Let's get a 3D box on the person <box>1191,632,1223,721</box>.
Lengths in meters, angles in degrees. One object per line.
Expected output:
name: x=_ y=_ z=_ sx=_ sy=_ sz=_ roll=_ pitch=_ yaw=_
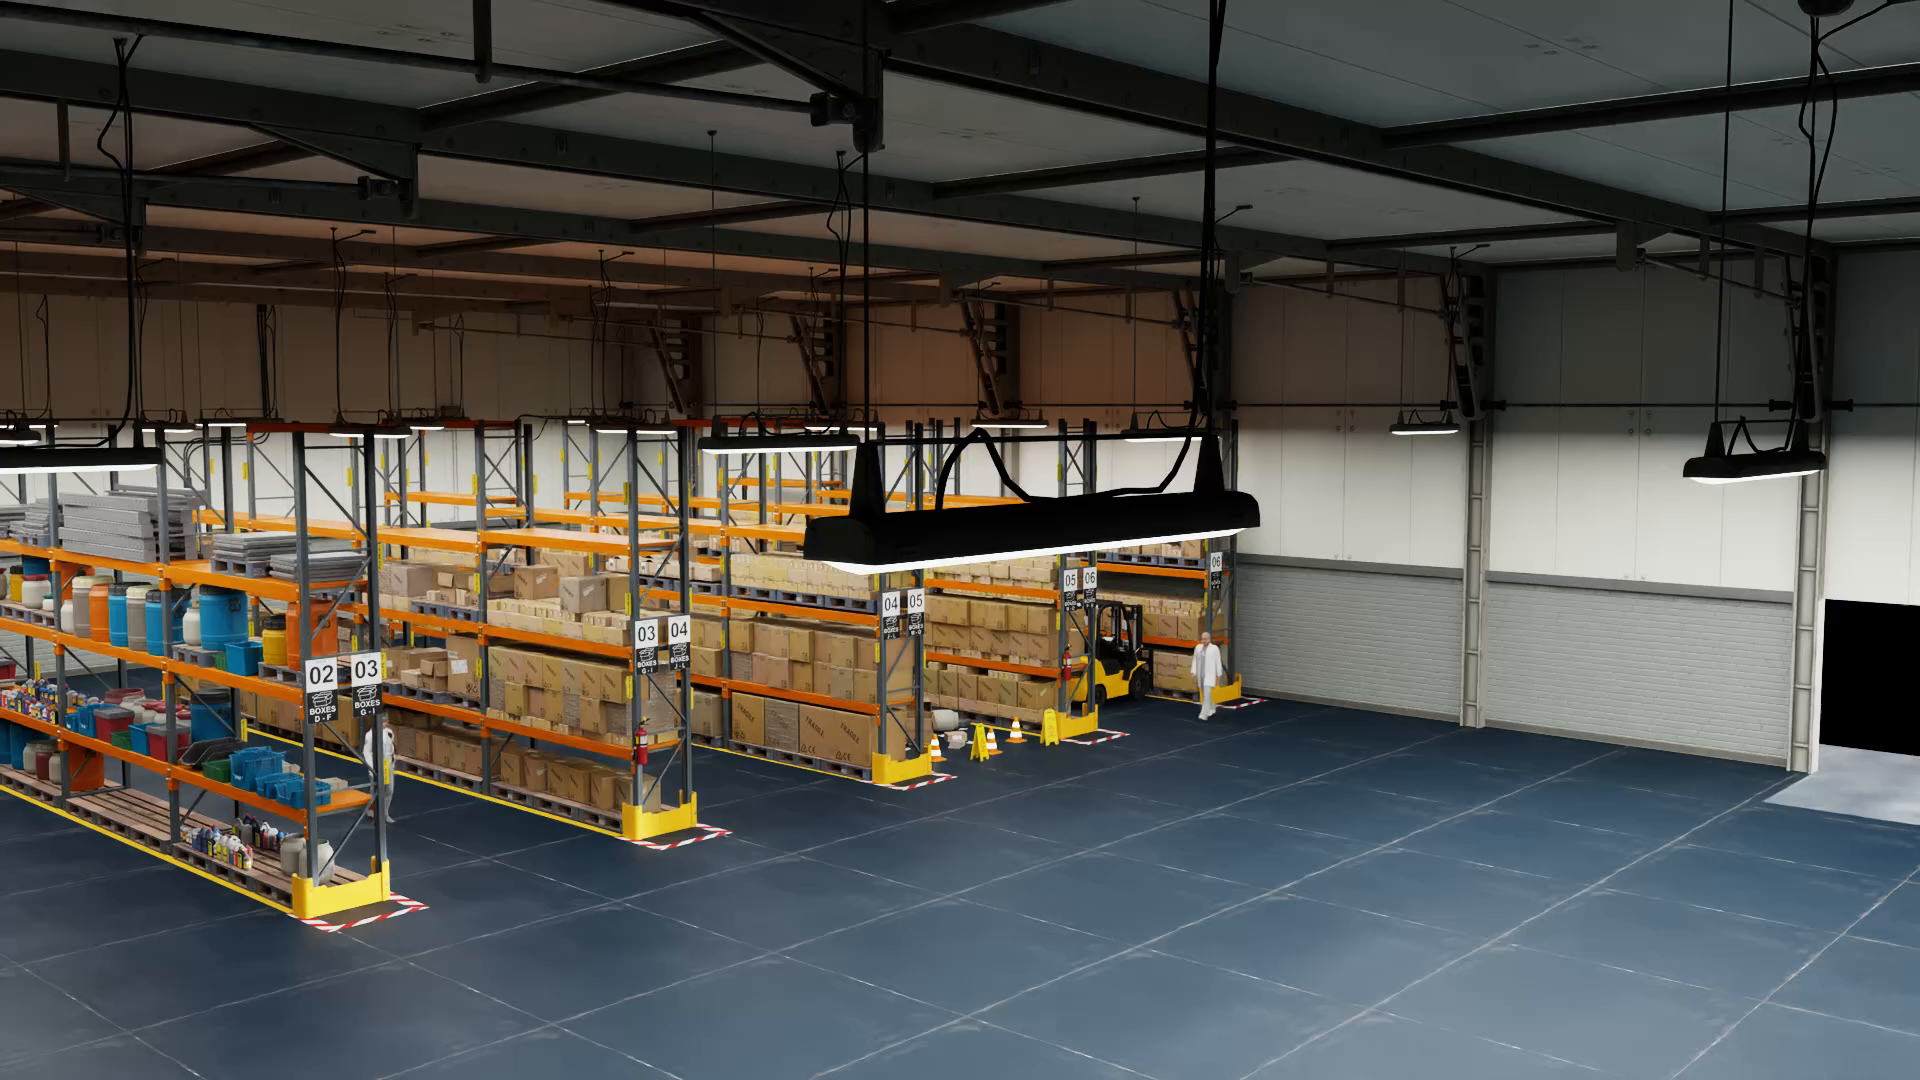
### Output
person: x=4.938 y=2.726 z=33.469 sx=0.584 sy=1.757 sz=0.953 roll=5 pitch=7 yaw=45

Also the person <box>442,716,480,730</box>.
person: x=-9.798 y=2.825 z=32.213 sx=1.170 sy=1.716 sz=0.556 roll=4 pitch=6 yaw=39

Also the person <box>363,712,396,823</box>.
person: x=-8.828 y=3.462 z=25.350 sx=0.637 sy=1.694 sz=0.560 roll=4 pitch=6 yaw=40
